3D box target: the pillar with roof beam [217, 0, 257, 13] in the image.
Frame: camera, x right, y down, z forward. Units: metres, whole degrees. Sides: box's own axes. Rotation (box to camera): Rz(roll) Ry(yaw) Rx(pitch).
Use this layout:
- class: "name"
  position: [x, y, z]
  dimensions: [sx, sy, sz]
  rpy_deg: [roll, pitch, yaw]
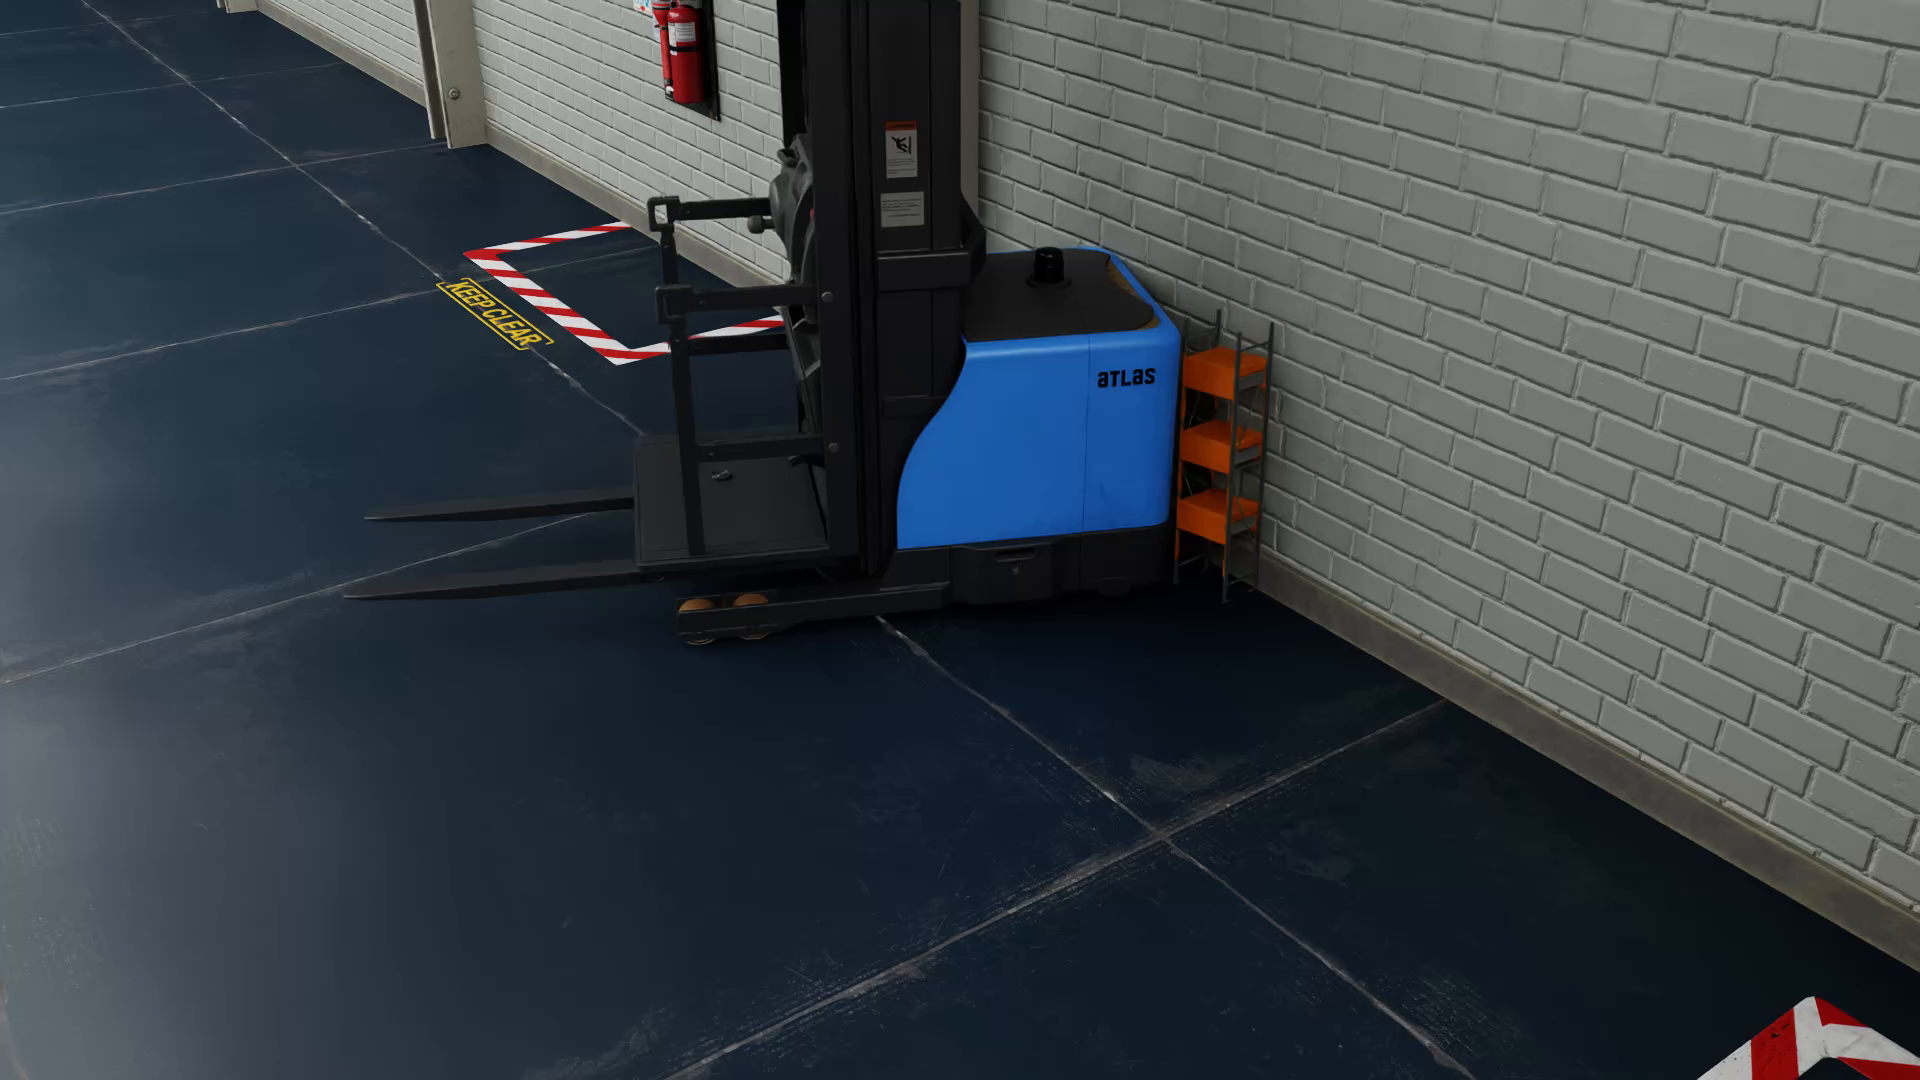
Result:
- class: "pillar with roof beam"
  position: [-10.624, -8.014, 12.077]
  dimensions: [9.100, 9.000, 0.400]
  rpy_deg: [-19, 34, -31]

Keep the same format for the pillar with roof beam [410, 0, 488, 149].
- class: "pillar with roof beam"
  position: [-7.143, -5.682, 7.783]
  dimensions: [9.100, 9.000, 0.400]
  rpy_deg: [-19, 34, -31]

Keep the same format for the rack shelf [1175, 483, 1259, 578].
- class: "rack shelf"
  position: [0.977, -0.040, 6.295]
  dimensions: [0.215, 0.259, 0.240]
  rpy_deg: [-20, 29, -38]

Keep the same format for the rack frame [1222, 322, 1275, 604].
- class: "rack frame"
  position: [1.056, -0.271, 6.099]
  dimensions: [0.200, 1.050, 0.008]
  rpy_deg: [-20, 29, -38]

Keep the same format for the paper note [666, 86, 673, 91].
- class: "paper note"
  position: [-1.605, -2.577, 9.274]
  dimensions: [0.016, 0.148, 0.142]
  rpy_deg: [-19, 34, -31]

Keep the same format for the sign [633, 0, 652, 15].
- class: "sign"
  position: [-1.795, -3.135, 9.342]
  dimensions: [0.001, 0.329, 0.234]
  rpy_deg: [-19, 34, -31]

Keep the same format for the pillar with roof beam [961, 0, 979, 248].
- class: "pillar with roof beam"
  position: [-3.663, -3.349, 3.488]
  dimensions: [9.100, 9.000, 0.400]
  rpy_deg: [-19, 34, -31]

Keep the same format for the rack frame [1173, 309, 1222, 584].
- class: "rack frame"
  position: [0.893, -0.340, 6.267]
  dimensions: [0.200, 1.050, 0.008]
  rpy_deg: [-20, 29, -38]

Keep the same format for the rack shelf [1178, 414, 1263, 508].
- class: "rack shelf"
  position: [0.974, -0.296, 6.187]
  dimensions: [0.215, 0.259, 0.240]
  rpy_deg: [-20, 29, -38]

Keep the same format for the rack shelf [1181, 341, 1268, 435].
- class: "rack shelf"
  position: [0.971, -0.557, 6.076]
  dimensions: [0.215, 0.259, 0.240]
  rpy_deg: [-20, 29, -38]

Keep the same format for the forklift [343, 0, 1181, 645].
- class: "forklift"
  position: [-0.767, -1.179, 5.850]
  dimensions: [3.031, 2.935, 1.130]
  rpy_deg: [-5, 29, -9]

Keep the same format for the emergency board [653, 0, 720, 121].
- class: "emergency board"
  position: [-1.558, -2.876, 8.902]
  dimensions: [0.194, 1.169, 0.643]
  rpy_deg: [-19, 34, -31]

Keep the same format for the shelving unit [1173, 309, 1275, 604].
- class: "shelving unit"
  position: [0.974, -0.306, 6.183]
  dimensions: [0.215, 1.050, 0.252]
  rpy_deg: [-20, 29, -38]
